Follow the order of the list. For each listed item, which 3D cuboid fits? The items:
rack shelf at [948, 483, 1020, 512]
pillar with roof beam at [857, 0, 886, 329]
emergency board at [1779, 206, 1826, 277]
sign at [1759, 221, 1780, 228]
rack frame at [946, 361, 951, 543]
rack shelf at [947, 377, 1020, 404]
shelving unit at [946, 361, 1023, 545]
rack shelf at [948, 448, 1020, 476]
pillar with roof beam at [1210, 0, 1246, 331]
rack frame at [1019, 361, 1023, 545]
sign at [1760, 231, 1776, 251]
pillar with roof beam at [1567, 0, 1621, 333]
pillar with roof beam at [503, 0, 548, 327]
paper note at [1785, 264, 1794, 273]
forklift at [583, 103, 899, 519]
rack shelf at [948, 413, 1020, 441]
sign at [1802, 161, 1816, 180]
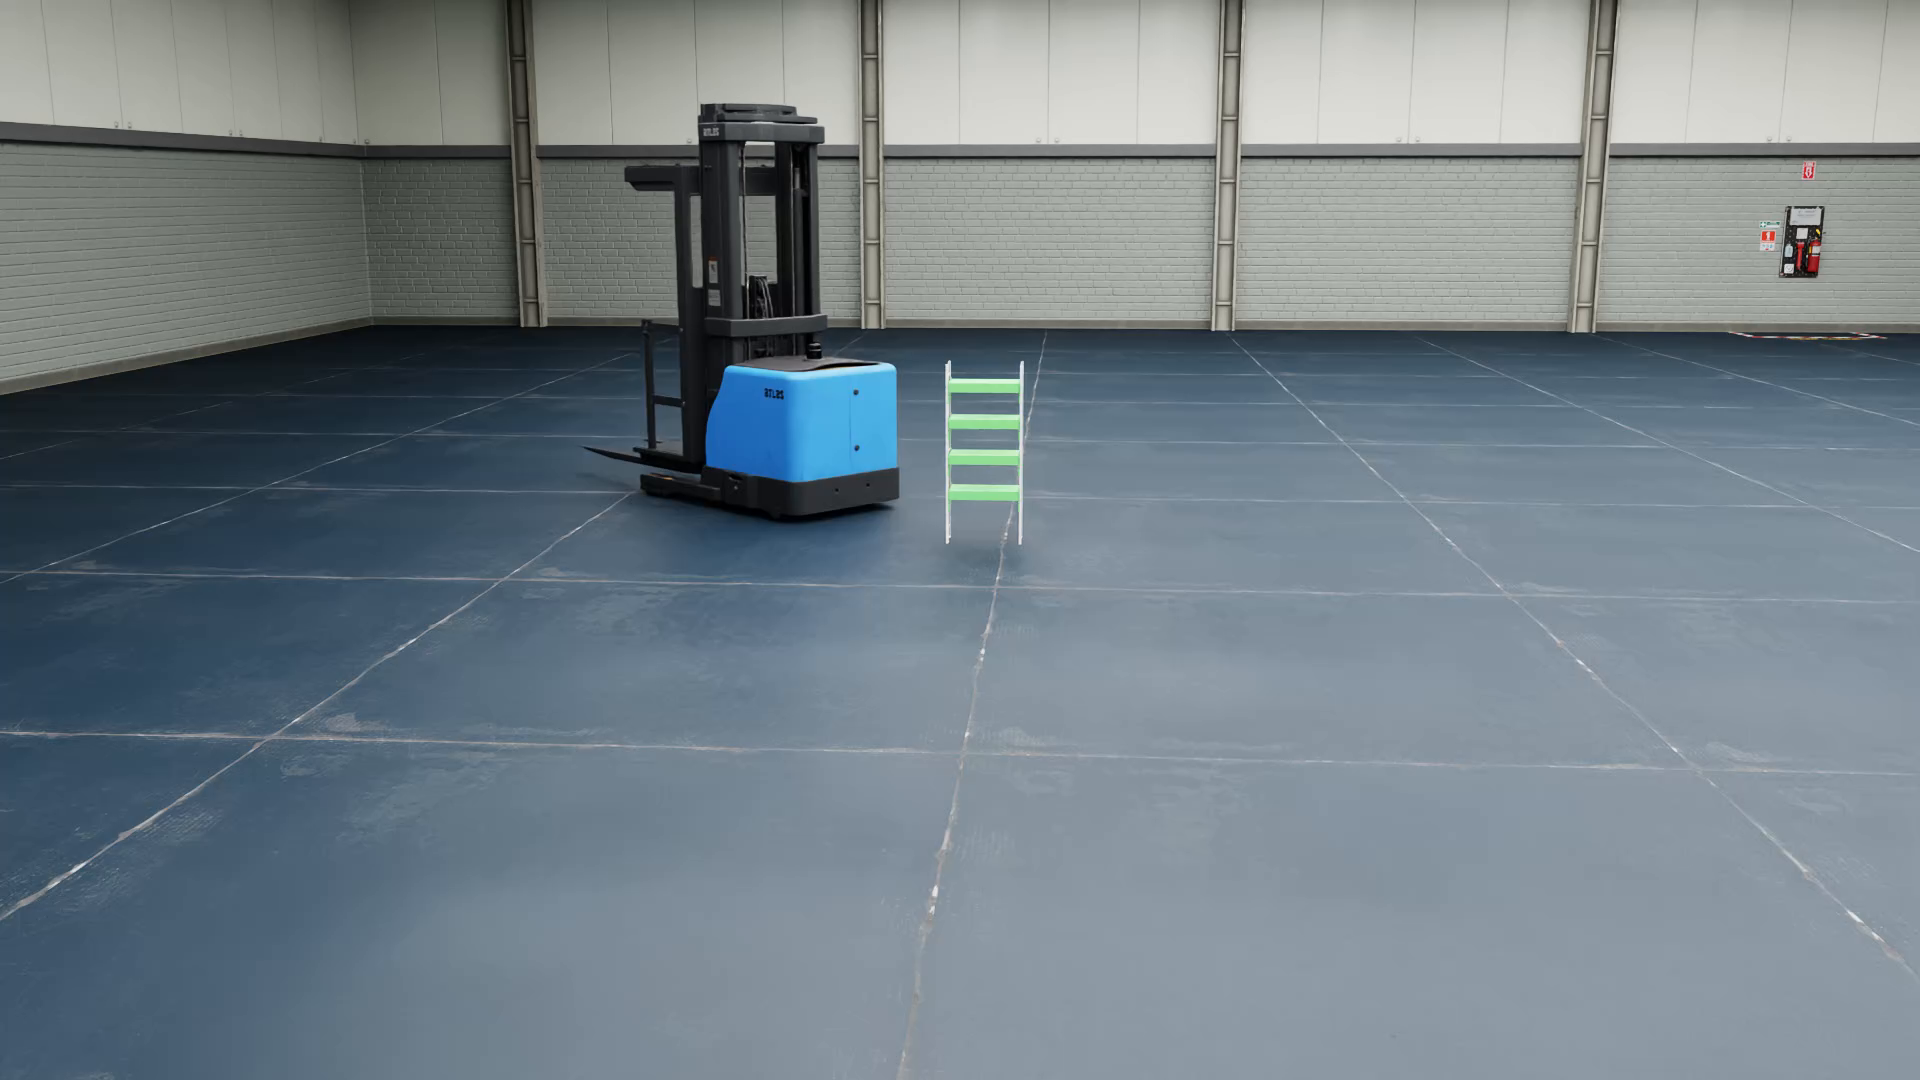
[{"bbox_3d":[0.165,-0.288,11.197,0.480,0.148,0.258,1,12,4],"label":"rack shelf"},{"bbox_3d":[-1.785,-7.202,23.720,0.400,9.000,9.100,1,12,4],"label":"pillar with roof beam"},{"bbox_3d":[13.999,-4.940,27.560,0.643,1.169,0.194,1,12,4],"label":"emergency board"},{"bbox_3d":[13.458,-5.244,27.630,0.331,0.109,0.001,1,12,4],"label":"sign"},{"bbox_3d":[-0.078,-0.588,11.150,0.015,1.200,0.240,1,12,4],"label":"rack frame"},{"bbox_3d":[0.165,-0.992,11.049,0.480,0.148,0.258,1,12,4],"label":"rack shelf"},{"bbox_3d":[0.165,-0.585,11.134,0.503,1.200,0.258,1,12,4],"label":"shelving unit"},{"bbox_3d":[0.165,-0.522,11.147,0.480,0.148,0.258,1,12,4],"label":"rack shelf"},{"bbox_3d":[4.201,-7.120,23.327,0.400,9.000,9.100,1,12,4],"label":"pillar with roof beam"},{"bbox_3d":[0.409,-0.582,11.118,0.015,1.200,0.240,1,12,4],"label":"rack frame"},{"bbox_3d":[13.454,-4.986,27.693,0.234,0.329,0.001,1,12,4],"label":"sign"},{"bbox_3d":[10.188,-7.038,22.935,0.400,9.000,9.100,1,12,4],"label":"pillar with roof beam"},{"bbox_3d":[-7.772,-7.284,24.112,0.400,9.000,9.100,1,12,4],"label":"pillar with roof beam"},{"bbox_3d":[13.827,-4.526,27.729,0.142,0.148,0.016,1,12,4],"label":"paper note"},{"bbox_3d":[-1.848,-1.823,12.824,1.130,2.935,3.031,-11,16,-44],"label":"forklift"},{"bbox_3d":[0.165,-0.757,11.098,0.480,0.148,0.258,1,12,4],"label":"rack shelf"},{"bbox_3d":[13.998,-6.095,27.420,0.199,0.298,0.001,1,12,4],"label":"sign"}]
